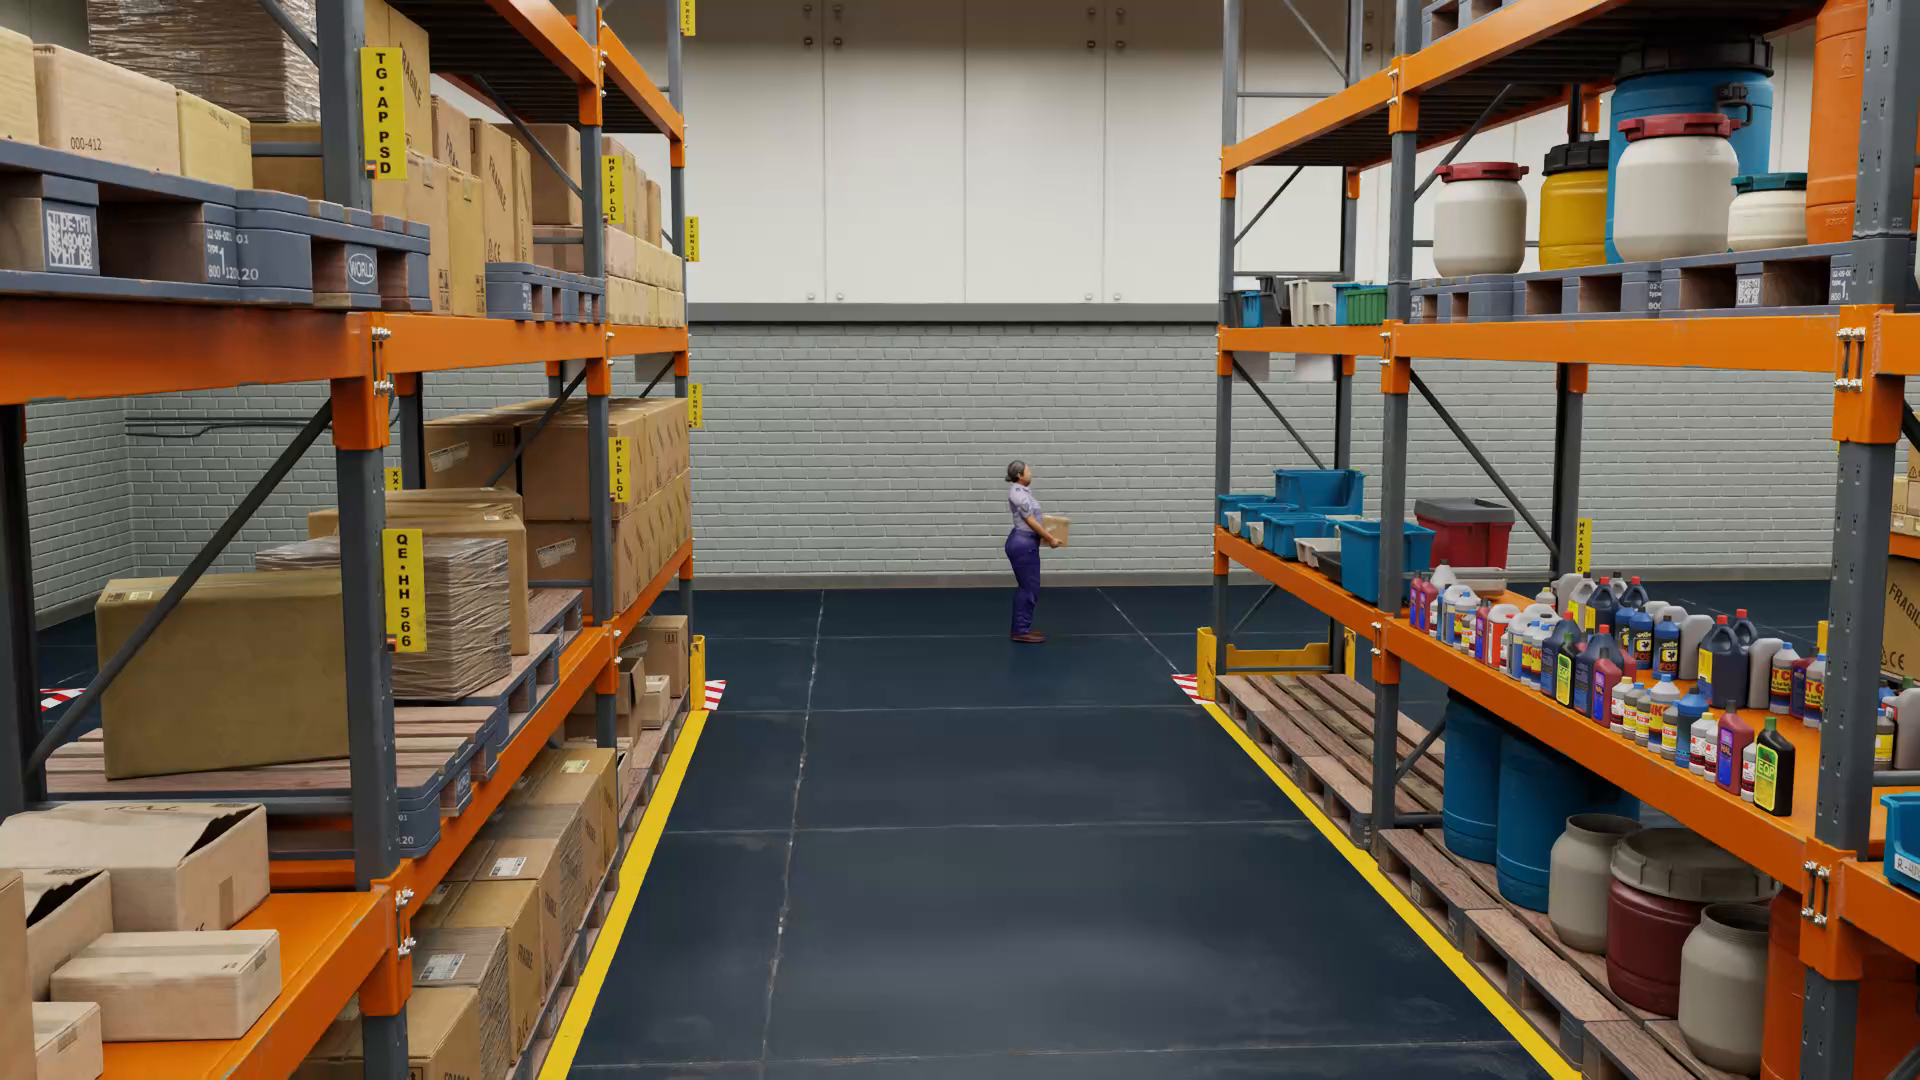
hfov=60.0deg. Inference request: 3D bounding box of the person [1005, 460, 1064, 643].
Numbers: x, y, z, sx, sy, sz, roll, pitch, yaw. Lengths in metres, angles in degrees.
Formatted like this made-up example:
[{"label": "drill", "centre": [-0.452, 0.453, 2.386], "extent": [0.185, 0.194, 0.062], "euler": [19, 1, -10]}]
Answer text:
[{"label": "person", "centre": [0.666, 0.099, 15.103], "extent": [0.524, 1.622, 0.452], "euler": [0, 7, -3]}]
